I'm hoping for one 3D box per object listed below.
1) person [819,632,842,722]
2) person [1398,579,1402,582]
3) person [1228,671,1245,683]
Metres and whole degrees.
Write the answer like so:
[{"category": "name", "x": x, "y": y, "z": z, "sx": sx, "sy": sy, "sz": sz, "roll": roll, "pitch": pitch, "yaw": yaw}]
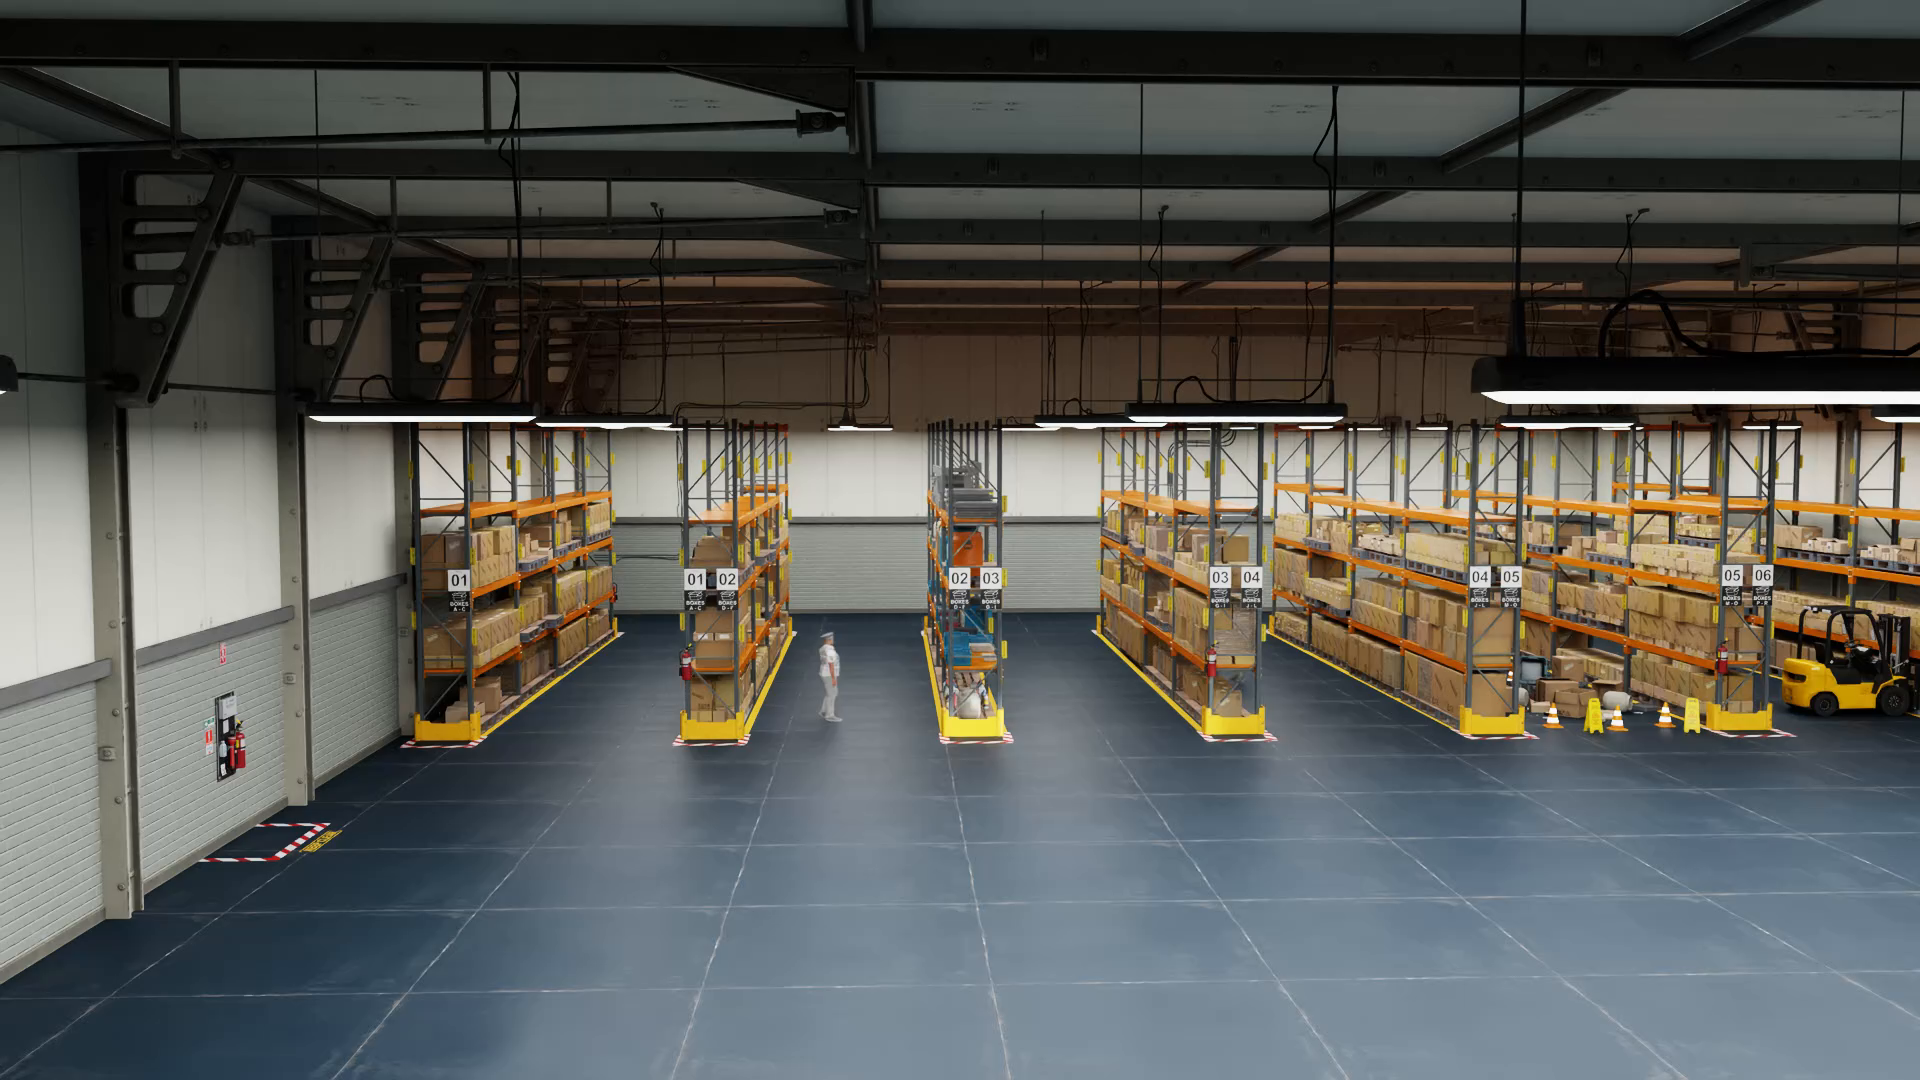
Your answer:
[{"category": "person", "x": -2.584, "y": 2.742, "z": 33.173, "sx": 0.416, "sy": 1.815, "sz": 0.596, "roll": -1, "pitch": 4, "yaw": -17}, {"category": "person", "x": 12.238, "y": 1.937, "z": 46.193, "sx": 0.569, "sy": 1.703, "sz": 0.764, "roll": -2, "pitch": 4, "yaw": -31}, {"category": "person", "x": 6.386, "y": 2.436, "z": 38.344, "sx": 0.544, "sy": 1.698, "sz": 0.480, "roll": 2, "pitch": 4, "yaw": 32}]
